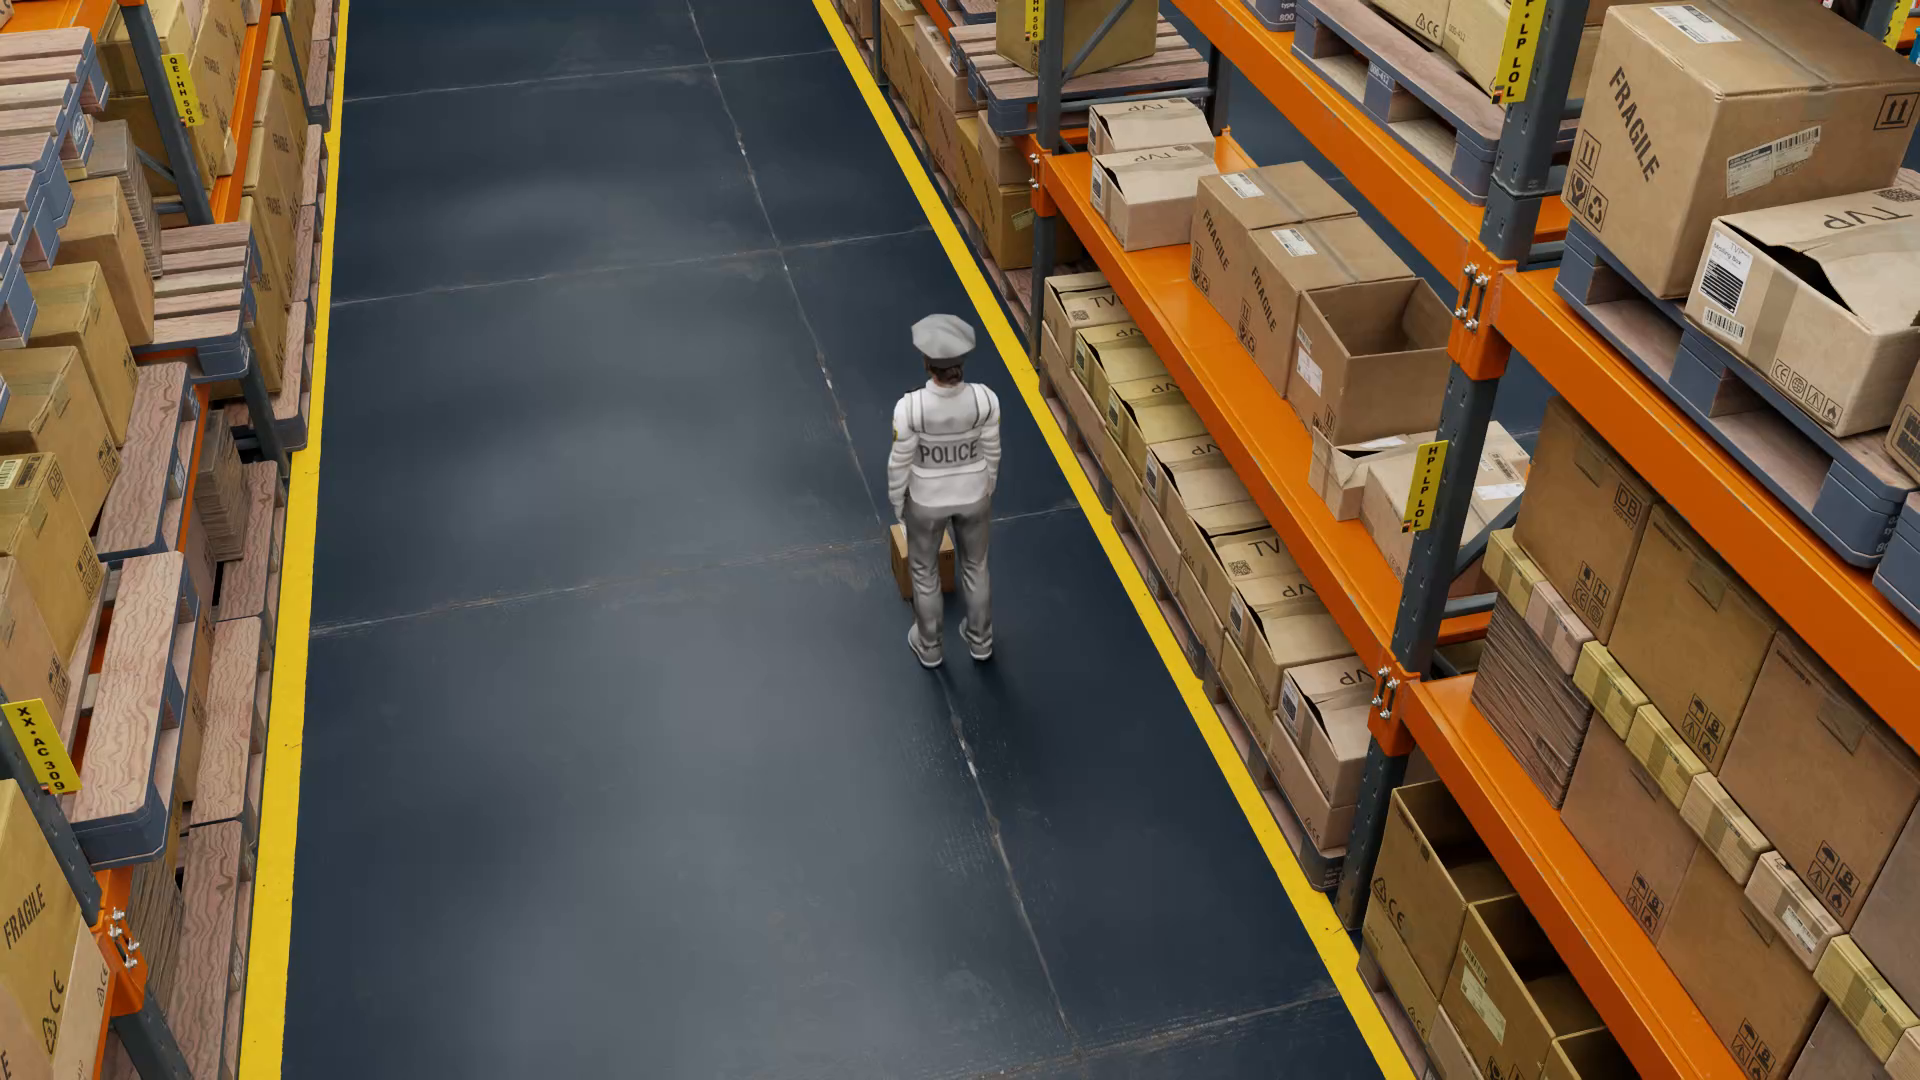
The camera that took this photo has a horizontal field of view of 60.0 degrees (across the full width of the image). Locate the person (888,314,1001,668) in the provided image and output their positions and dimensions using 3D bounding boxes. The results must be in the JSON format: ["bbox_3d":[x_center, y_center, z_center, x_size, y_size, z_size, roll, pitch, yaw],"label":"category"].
[{"bbox_3d":[-0.071,-0.180,6.942,0.468,1.669,0.329,-8,39,-10],"label":"person"}]
